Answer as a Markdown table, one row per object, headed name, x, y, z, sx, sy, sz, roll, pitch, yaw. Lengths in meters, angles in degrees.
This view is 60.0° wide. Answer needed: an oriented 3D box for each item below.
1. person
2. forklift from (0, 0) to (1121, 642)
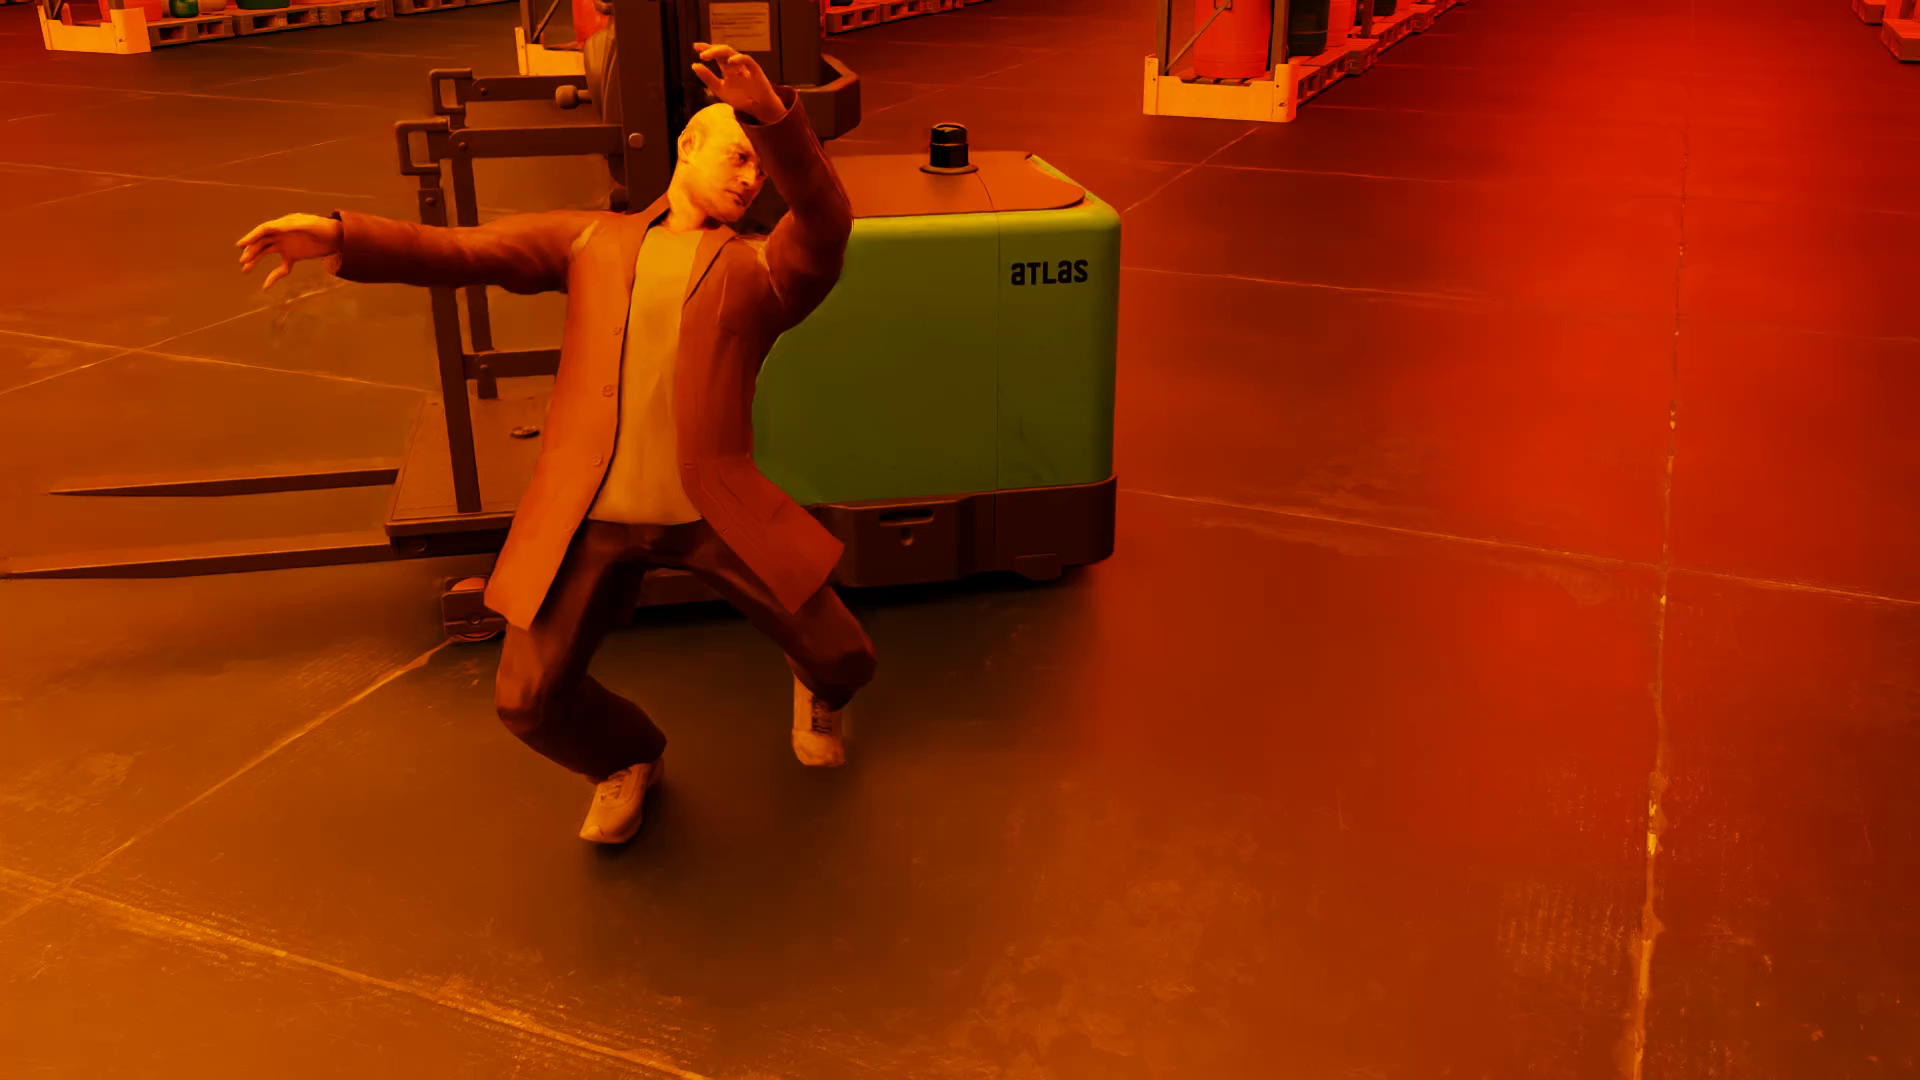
| name | x | y | z | sx | sy | sz | roll | pitch | yaw |
| --- | --- | --- | --- | --- | --- | --- | --- | --- | --- |
| person | -0.743 | -0.172 | 3.328 | 1.105 | 1.641 | 0.691 | -4 | 23 | -9 |
| forklift | -1.123 | -1.303 | 4.411 | 3.031 | 2.935 | 1.130 | -5 | 23 | -11 |
